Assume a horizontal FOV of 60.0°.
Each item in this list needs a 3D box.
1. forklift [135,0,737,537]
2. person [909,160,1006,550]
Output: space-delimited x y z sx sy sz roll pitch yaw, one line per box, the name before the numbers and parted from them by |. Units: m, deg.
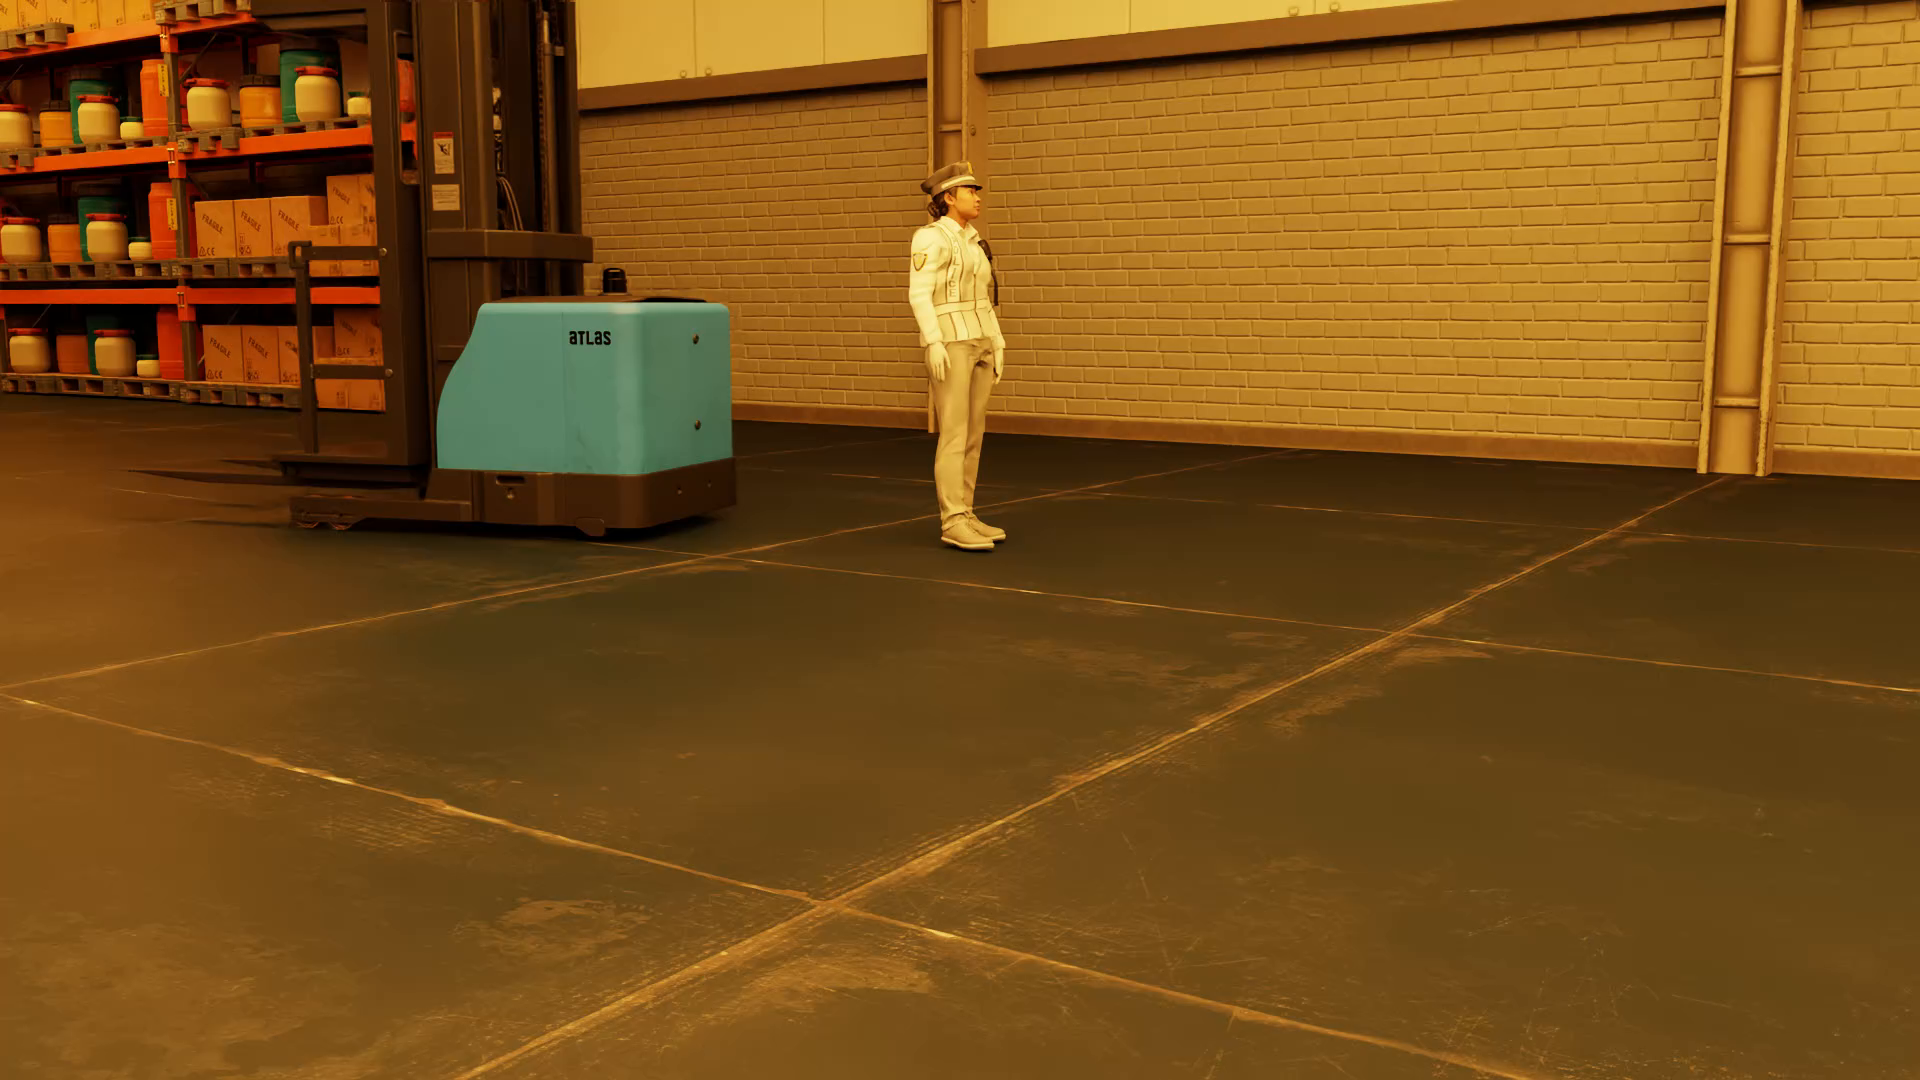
forklift | -2.694 -1.563 8.186 3.031 2.935 1.130 3 9 18
person | 0.052 -0.840 7.441 0.533 1.696 0.588 5 10 34
